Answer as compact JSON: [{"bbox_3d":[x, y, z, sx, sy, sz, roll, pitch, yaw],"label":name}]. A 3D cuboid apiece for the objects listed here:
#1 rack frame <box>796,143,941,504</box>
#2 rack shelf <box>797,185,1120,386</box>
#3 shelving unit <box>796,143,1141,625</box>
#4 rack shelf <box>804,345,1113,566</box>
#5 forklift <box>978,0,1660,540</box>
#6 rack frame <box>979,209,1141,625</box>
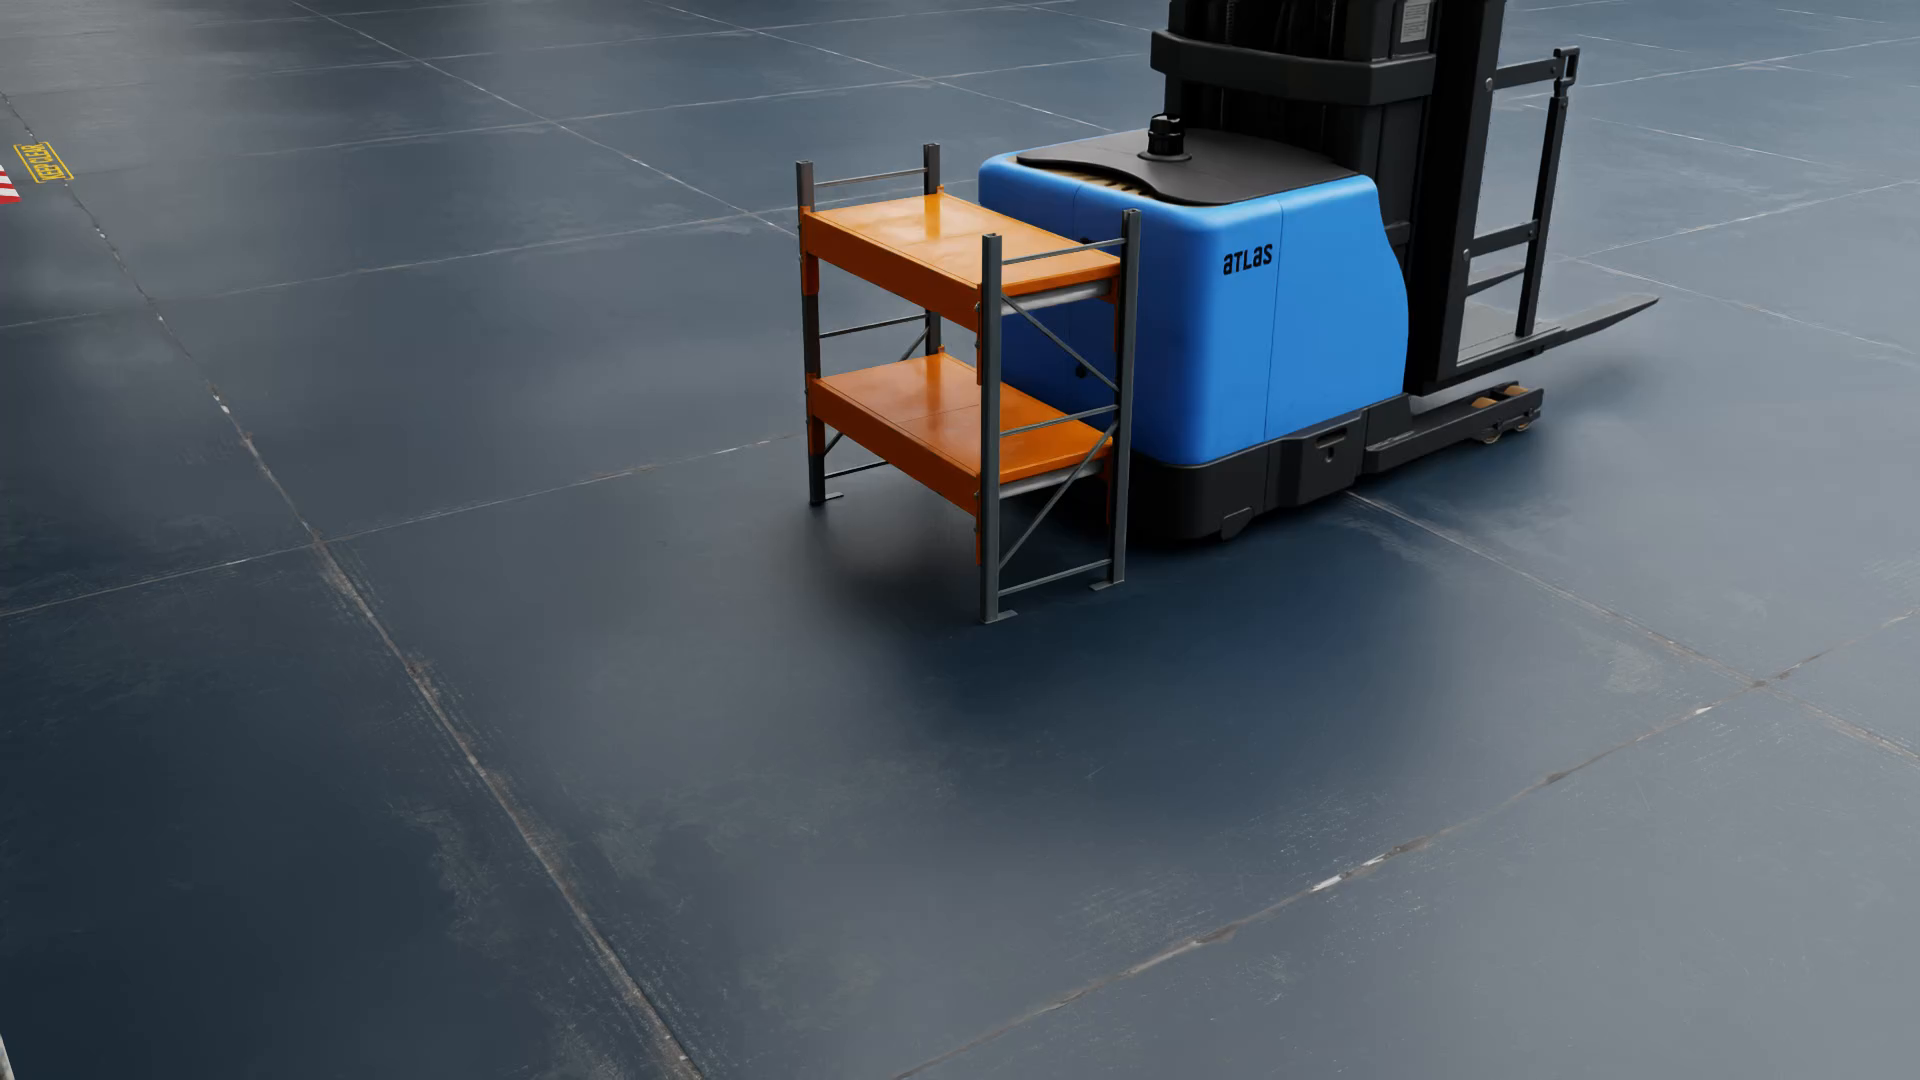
[{"bbox_3d":[-0.281,-0.693,5.400,0.500,1.125,0.032,-16,29,-30],"label":"rack frame"},{"bbox_3d":[-0.004,-0.776,4.890,0.538,0.278,1.000,-16,29,-30],"label":"rack shelf"},{"bbox_3d":[-0.004,-0.511,5.015,0.538,1.125,1.048,-16,29,-30],"label":"shelving unit"},{"bbox_3d":[-0.004,-0.290,5.119,0.538,0.278,1.000,-16,29,-30],"label":"rack shelf"},{"bbox_3d":[1.504,-1.825,5.683,3.031,2.935,1.130,-19,31,-35],"label":"forklift"},{"bbox_3d":[0.274,-0.329,4.630,0.500,1.125,0.032,-16,29,-30],"label":"rack frame"}]
